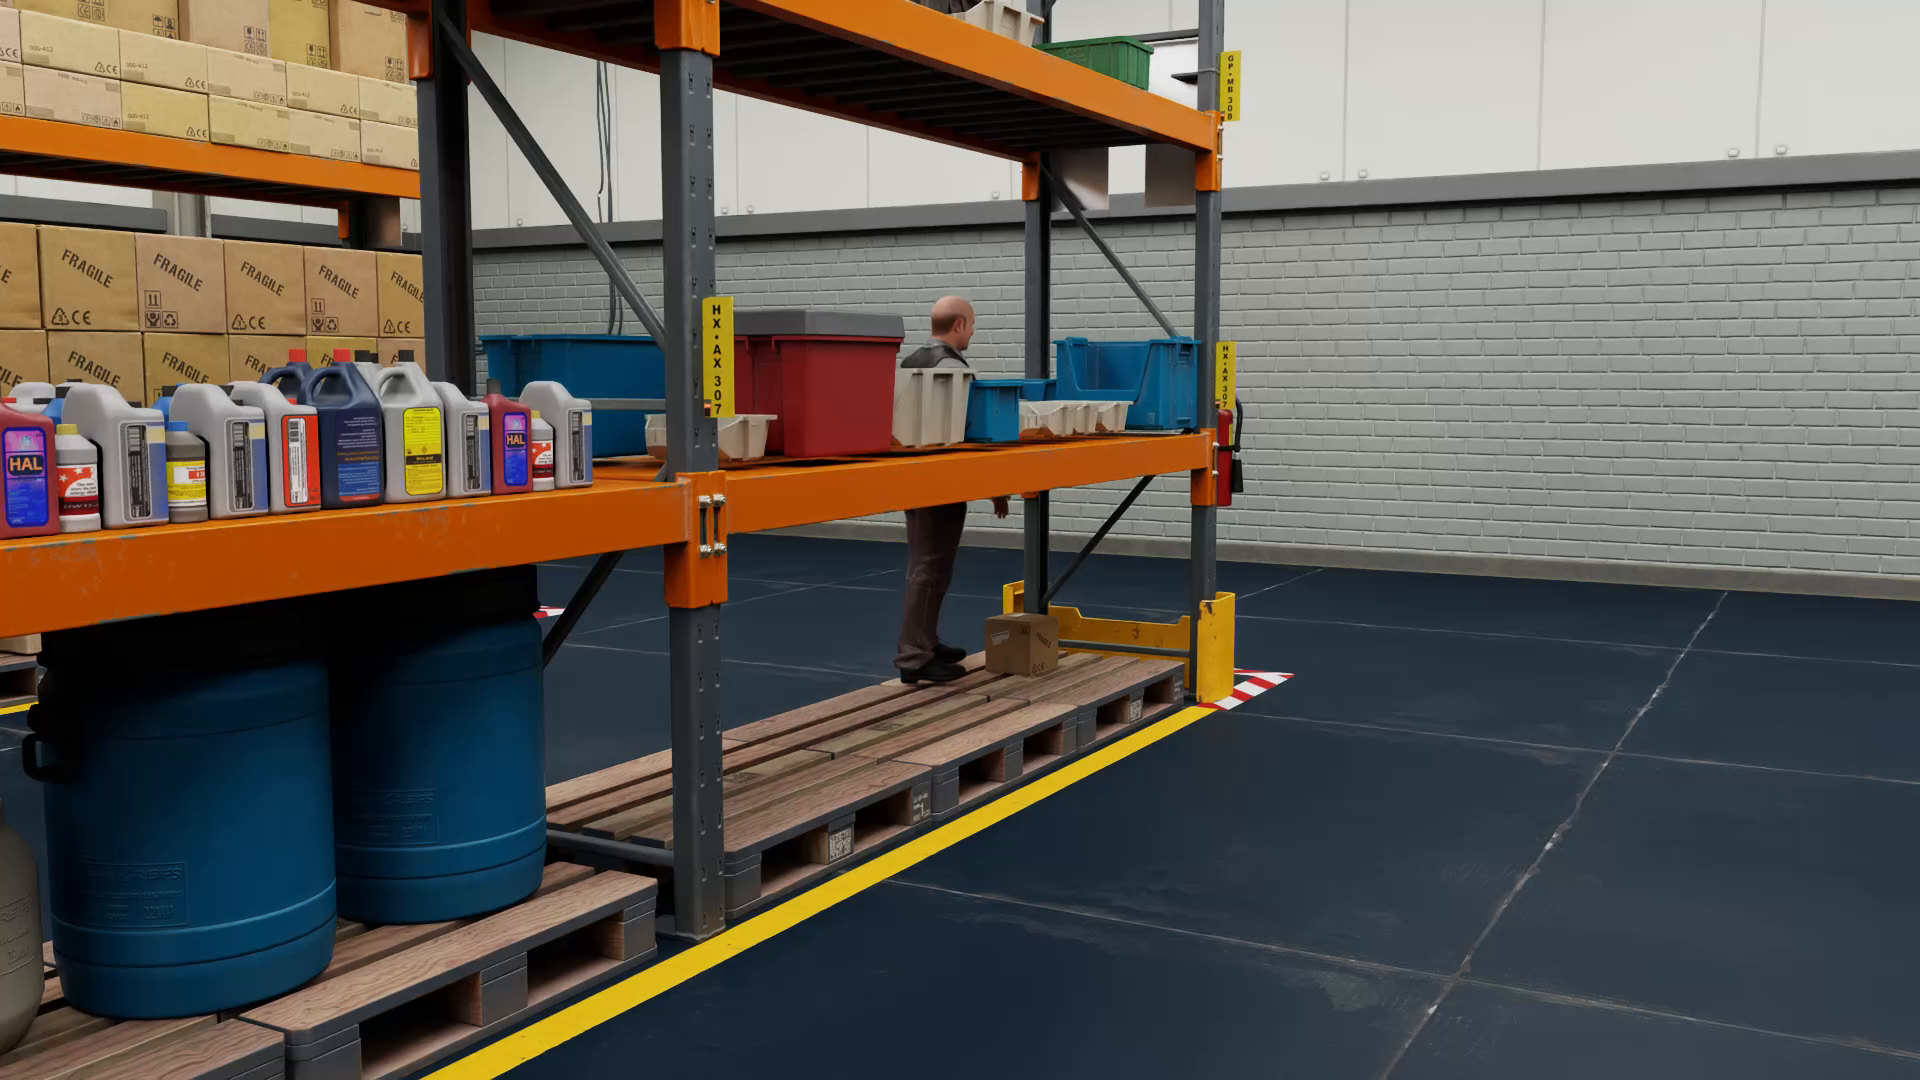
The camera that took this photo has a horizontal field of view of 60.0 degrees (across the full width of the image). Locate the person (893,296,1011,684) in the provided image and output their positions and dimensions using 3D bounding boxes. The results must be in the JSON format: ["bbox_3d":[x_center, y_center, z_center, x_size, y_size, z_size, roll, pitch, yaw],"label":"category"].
[{"bbox_3d":[-0.087,-0.183,7.479,0.519,1.603,0.758,-2,6,-23],"label":"person"}]
